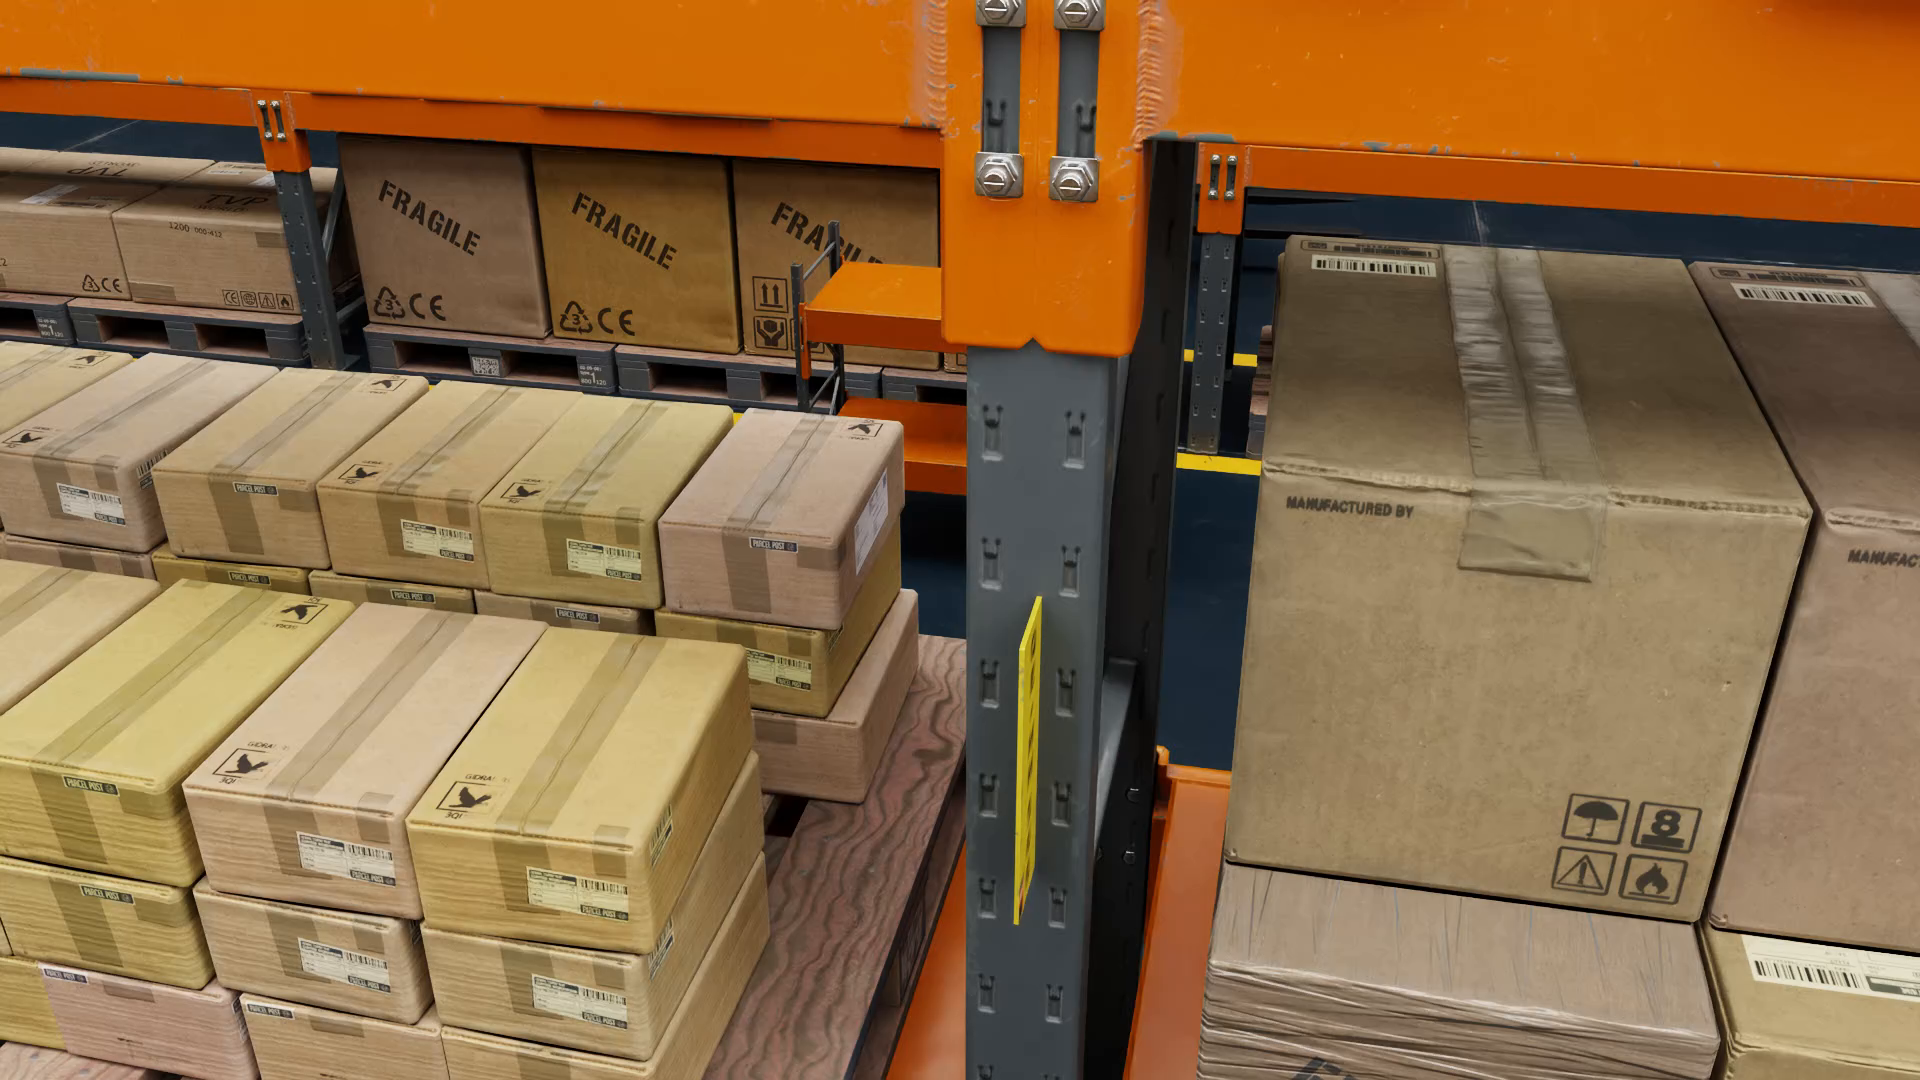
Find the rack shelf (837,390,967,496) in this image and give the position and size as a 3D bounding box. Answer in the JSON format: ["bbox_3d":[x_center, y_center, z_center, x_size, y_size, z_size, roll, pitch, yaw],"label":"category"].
[{"bbox_3d":[-0.007,-0.280,6.099,1.000,0.278,0.538,6,29,11],"label":"rack shelf"}]

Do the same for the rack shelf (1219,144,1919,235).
[{"bbox_3d":[3.061,-1.385,6.406,4.000,0.370,1.077,6,29,11],"label":"rack shelf"}]

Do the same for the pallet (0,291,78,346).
[{"bbox_3d":[-4.731,-1.314,8.430,1.213,0.211,1.003,6,29,11],"label":"pallet"}]

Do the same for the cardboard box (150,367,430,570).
[{"bbox_3d":[-1.003,-0.118,2.547,0.250,0.149,0.380,5,29,8],"label":"cardboard box"}]

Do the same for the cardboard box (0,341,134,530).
[{"bbox_3d":[-1.527,-0.170,2.641,0.250,0.149,0.380,7,29,12],"label":"cardboard box"}]

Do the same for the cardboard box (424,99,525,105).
[{"bbox_3d":[-1.925,-2.017,6.967,0.500,0.250,0.500,5,29,9],"label":"cardboard box"}]

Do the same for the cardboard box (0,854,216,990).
[{"bbox_3d":[-0.927,0.342,2.016,0.250,0.149,0.380,7,29,12],"label":"cardboard box"}]

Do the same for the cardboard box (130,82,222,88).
[{"bbox_3d":[-3.314,-2.273,7.174,0.500,0.500,0.500,6,29,11],"label":"cardboard box"}]

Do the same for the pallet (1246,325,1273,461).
[{"bbox_3d":[1.869,-0.599,7.124,1.213,0.211,1.003,6,29,11],"label":"pallet"}]

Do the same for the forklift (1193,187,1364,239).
[{"bbox_3d":[0.667,-2.957,8.599,3.031,2.935,1.130,4,29,7],"label":"forklift"}]

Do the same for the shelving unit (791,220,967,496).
[{"bbox_3d":[-0.007,-0.494,5.981,1.048,1.125,0.538,6,29,11],"label":"shelving unit"}]

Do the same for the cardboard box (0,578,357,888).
[{"bbox_3d":[-0.906,0.212,1.944,0.250,0.149,0.380,7,29,12],"label":"cardboard box"}]

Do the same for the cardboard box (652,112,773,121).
[{"bbox_3d":[-0.941,-1.904,6.760,0.500,0.250,0.500,5,29,10],"label":"cardboard box"}]

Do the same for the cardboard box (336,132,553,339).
[{"bbox_3d":[-2.184,-1.530,7.696,0.875,0.875,0.875,7,29,12],"label":"cardboard box"}]

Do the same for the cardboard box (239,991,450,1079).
[{"bbox_3d":[-0.651,0.500,2.037,0.250,0.149,0.380,6,29,10],"label":"cardboard box"}]

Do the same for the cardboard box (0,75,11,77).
[{"bbox_3d":[-4.313,-2.365,7.343,0.500,0.500,0.500,5,29,10],"label":"cardboard box"}]

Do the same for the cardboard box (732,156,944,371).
[{"bbox_3d":[-0.425,-1.353,7.373,0.875,0.875,0.875,6,29,11],"label":"cardboard box"}]

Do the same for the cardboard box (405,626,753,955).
[{"bbox_3d":[-0.405,0.265,1.848,0.250,0.149,0.380,5,29,9],"label":"cardboard box"}]

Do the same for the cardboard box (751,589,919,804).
[{"bbox_3d":[-0.225,0.220,2.549,0.250,0.149,0.380,5,29,10],"label":"cardboard box"}]

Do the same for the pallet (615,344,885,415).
[{"bbox_3d":[-0.840,-0.916,7.703,1.213,0.211,1.003,6,29,11],"label":"pallet"}]

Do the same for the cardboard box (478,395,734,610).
[{"bbox_3d":[-0.505,-0.064,2.449,0.250,0.149,0.380,5,29,9],"label":"cardboard box"}]

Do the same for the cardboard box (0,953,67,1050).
[{"bbox_3d":[-1.146,0.448,2.133,0.250,0.149,0.380,5,29,10],"label":"cardboard box"}]

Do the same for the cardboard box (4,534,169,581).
[{"bbox_3d":[-1.278,-0.016,2.670,0.250,0.149,0.380,6,29,11],"label":"cardboard box"}]

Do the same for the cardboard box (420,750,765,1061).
[{"bbox_3d":[-0.408,0.393,1.922,0.250,0.149,0.380,6,29,12],"label":"cardboard box"}]

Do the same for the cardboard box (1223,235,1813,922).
[{"bbox_3d":[0.607,0.001,1.980,0.500,0.500,0.700,6,29,10],"label":"cardboard box"}]

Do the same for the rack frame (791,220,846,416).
[{"bbox_3d":[-0.504,-0.545,6.074,0.032,1.125,0.500,6,29,11],"label":"rack frame"}]

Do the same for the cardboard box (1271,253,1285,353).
[{"bbox_3d":[1.655,-0.871,7.017,0.625,0.372,0.950,4,29,7],"label":"cardboard box"}]

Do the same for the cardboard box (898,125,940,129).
[{"bbox_3d":[0.053,-1.808,6.585,0.500,0.250,0.500,6,29,11],"label":"cardboard box"}]

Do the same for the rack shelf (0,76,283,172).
[{"bbox_3d":[-4.763,-2.187,7.871,4.000,0.370,1.077,6,29,11],"label":"rack shelf"}]

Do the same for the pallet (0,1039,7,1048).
[{"bbox_3d":[-1.774,0.338,2.708,1.213,0.211,1.003,6,29,11],"label":"pallet"}]

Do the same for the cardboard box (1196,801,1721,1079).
[{"bbox_3d":[0.553,0.561,1.997,0.500,0.500,0.500,6,29,11],"label":"cardboard box"}]

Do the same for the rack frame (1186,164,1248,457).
[{"bbox_3d":[1.105,-1.901,6.599,0.127,3.000,1.000,6,29,11],"label":"rack frame"}]

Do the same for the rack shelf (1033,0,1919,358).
[{"bbox_3d":[2.126,-0.366,1.421,4.000,0.370,1.077,6,29,11],"label":"rack shelf"}]

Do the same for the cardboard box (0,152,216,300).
[{"bbox_3d":[-4.274,-1.566,8.217,0.875,0.438,0.875,5,29,9],"label":"cardboard box"}]

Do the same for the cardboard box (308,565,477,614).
[{"bbox_3d":[-0.788,0.035,2.577,0.250,0.149,0.380,5,29,9],"label":"cardboard box"}]

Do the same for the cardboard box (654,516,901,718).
[{"bbox_3d":[-0.261,0.086,2.483,0.250,0.149,0.380,7,30,13],"label":"cardboard box"}]

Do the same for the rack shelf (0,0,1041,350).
[{"bbox_3d":[-1.786,-0.767,2.153,4.000,0.370,1.077,6,29,11],"label":"rack shelf"}]
